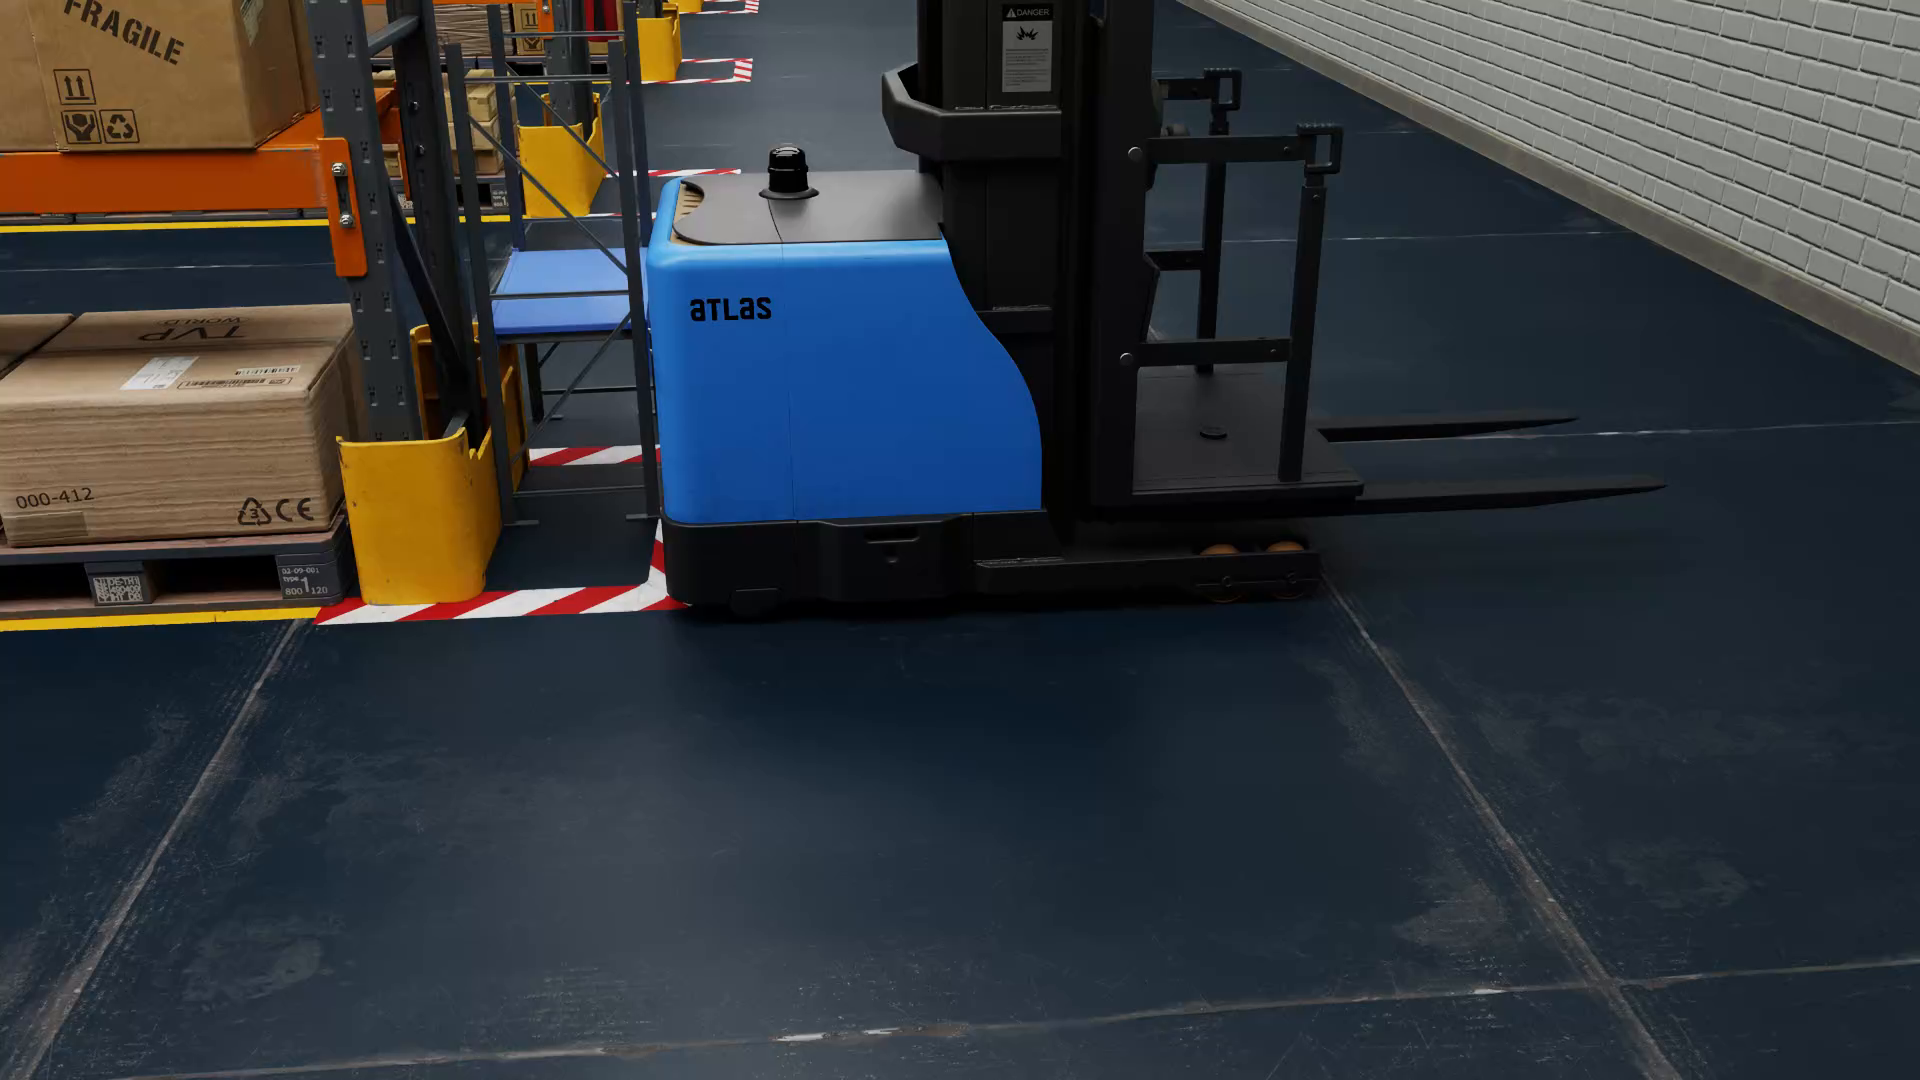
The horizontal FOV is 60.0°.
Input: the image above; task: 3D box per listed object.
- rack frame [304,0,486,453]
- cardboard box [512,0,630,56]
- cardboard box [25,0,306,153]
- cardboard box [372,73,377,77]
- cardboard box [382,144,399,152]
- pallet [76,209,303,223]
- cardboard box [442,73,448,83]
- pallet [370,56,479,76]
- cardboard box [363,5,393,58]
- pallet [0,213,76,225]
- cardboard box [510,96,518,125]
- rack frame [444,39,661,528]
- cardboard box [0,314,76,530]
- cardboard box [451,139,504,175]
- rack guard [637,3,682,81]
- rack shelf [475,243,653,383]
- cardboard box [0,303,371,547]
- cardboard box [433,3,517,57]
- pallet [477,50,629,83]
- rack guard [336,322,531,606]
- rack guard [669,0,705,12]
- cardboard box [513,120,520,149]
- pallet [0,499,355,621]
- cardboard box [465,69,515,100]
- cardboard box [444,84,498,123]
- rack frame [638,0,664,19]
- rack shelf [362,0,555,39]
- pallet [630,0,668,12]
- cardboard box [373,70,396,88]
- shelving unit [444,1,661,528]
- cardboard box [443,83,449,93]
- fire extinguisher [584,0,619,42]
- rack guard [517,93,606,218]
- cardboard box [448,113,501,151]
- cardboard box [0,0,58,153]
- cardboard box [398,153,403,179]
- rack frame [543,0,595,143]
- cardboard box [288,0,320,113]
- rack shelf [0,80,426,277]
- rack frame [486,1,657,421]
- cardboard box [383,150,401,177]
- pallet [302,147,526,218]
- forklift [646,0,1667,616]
[{"bbox_3d":[-1.655,-1.419,4.749,0.127,3.000,1.000,-2,24,-5],"label":"rack frame"},{"bbox_3d":[-3.258,-4.588,13.977,0.875,0.875,0.875,-2,24,-5],"label":"cardboard box"},{"bbox_3d":[-2.109,-1.338,4.445,0.500,0.500,0.500,-2,24,-5],"label":"cardboard box"},{"bbox_3d":[-3.561,-2.632,9.739,0.250,0.149,0.380,-3,24,-8],"label":"cardboard box"},{"bbox_3d":[-3.256,-2.283,9.320,0.250,0.149,0.380,-3,24,-7],"label":"cardboard box"},{"bbox_3d":[-4.341,-2.073,9.654,1.213,0.211,1.003,-2,24,-5],"label":"pallet"},{"bbox_3d":[-3.059,-2.634,9.743,0.250,0.149,0.380,-2,24,-4],"label":"cardboard box"},{"bbox_3d":[-4.628,-4.039,14.078,1.213,0.211,1.003,-2,24,-5],"label":"pallet"},{"bbox_3d":[-5.049,-4.516,13.816,0.875,0.875,0.875,-2,24,-5],"label":"cardboard box"},{"bbox_3d":[-5.558,-2.023,9.541,1.213,0.211,1.003,-2,24,-5],"label":"pallet"},{"bbox_3d":[-2.789,-2.524,9.862,0.250,0.149,0.380,-1,24,-3],"label":"cardboard box"},{"bbox_3d":[-1.223,-0.746,5.081,0.500,1.500,0.032,-3,24,-7],"label":"rack frame"},{"bbox_3d":[-3.212,-0.333,4.945,0.875,0.438,0.875,-2,24,-4],"label":"cardboard box"},{"bbox_3d":[-2.745,-2.200,9.499,0.250,0.149,0.380,-2,24,-4],"label":"cardboard box"},{"bbox_3d":[-2.605,-4.283,14.271,0.348,0.500,1.175,-2,24,-5],"label":"rack guard"},{"bbox_3d":[-1.294,-0.786,5.614,0.538,0.185,1.000,-3,24,-7],"label":"rack shelf"},{"bbox_3d":[-2.302,-0.373,5.034,0.875,0.438,0.875,-3,24,-7],"label":"cardboard box"},{"bbox_3d":[-4.164,-4.551,13.896,0.875,0.875,0.875,-2,24,-5],"label":"cardboard box"},{"bbox_3d":[-3.417,-4.087,14.185,1.213,0.211,1.003,-2,24,-5],"label":"pallet"},{"bbox_3d":[-1.631,-0.278,5.259,0.348,0.500,1.175,-2,24,-5],"label":"rack guard"},{"bbox_3d":[-3.093,-6.291,18.787,0.348,0.500,1.175,-2,24,-5],"label":"rack guard"},{"bbox_3d":[-2.795,-2.413,9.980,0.250,0.149,0.380,-2,24,-4],"label":"cardboard box"},{"bbox_3d":[-2.443,-0.081,5.173,1.213,0.211,1.003,-2,24,-5],"label":"pallet"},{"bbox_3d":[-2.797,-2.693,9.877,0.250,0.149,0.380,-3,24,-8],"label":"cardboard box"},{"bbox_3d":[-2.744,-2.453,9.337,0.250,0.149,0.380,-2,24,-5],"label":"cardboard box"},{"bbox_3d":[-2.629,-5.425,13.761,0.127,3.000,1.000,-2,24,-5],"label":"rack frame"},{"bbox_3d":[-4.232,-3.007,9.208,4.000,0.370,1.077,-2,24,-5],"label":"rack shelf"},{"bbox_3d":[-3.940,-6.135,18.793,1.213,0.211,1.003,-2,24,-5],"label":"pallet"},{"bbox_3d":[-3.323,-2.675,9.836,0.250,0.149,0.380,-2,24,-5],"label":"cardboard box"},{"bbox_3d":[-1.294,-0.950,5.541,0.538,1.500,1.048,-3,24,-7],"label":"shelving unit"},{"bbox_3d":[-3.000,-2.466,9.366,0.250,0.149,0.380,-2,24,-4],"label":"cardboard box"},{"bbox_3d":[-1.946,-3.034,8.936,0.183,0.674,0.296,-2,24,-5],"label":"fire extinguisher"},{"bbox_3d":[-2.318,-2.271,9.743,0.348,0.500,1.175,-2,24,-5],"label":"rack guard"},{"bbox_3d":[-2.739,-2.304,9.368,0.250,0.149,0.380,-3,24,-7],"label":"cardboard box"},{"bbox_3d":[-2.610,-1.325,4.414,0.500,0.500,0.500,-3,24,-6],"label":"cardboard box"},{"bbox_3d":[-2.991,-2.148,9.383,0.250,0.149,0.380,-2,24,-4],"label":"cardboard box"},{"bbox_3d":[-2.242,-3.416,9.242,0.127,3.000,1.000,-2,24,-5],"label":"rack frame"},{"bbox_3d":[-2.161,-1.562,4.947,0.500,0.500,0.500,-2,24,-6],"label":"cardboard box"},{"bbox_3d":[-3.645,-1.010,4.716,4.000,0.370,1.077,-2,24,-5],"label":"rack shelf"},{"bbox_3d":[-1.365,-1.155,6.001,0.500,1.500,0.032,-3,24,-7],"label":"rack frame"},{"bbox_3d":[-3.263,-2.173,9.438,0.250,0.149,0.380,-2,24,-5],"label":"cardboard box"},{"bbox_3d":[-3.130,-2.120,9.761,1.213,0.211,1.003,-2,24,-5],"label":"pallet"},{"bbox_3d":[0.620,-1.368,4.719,3.031,2.935,1.130,-3,24,-6],"label":"forklift"}]
